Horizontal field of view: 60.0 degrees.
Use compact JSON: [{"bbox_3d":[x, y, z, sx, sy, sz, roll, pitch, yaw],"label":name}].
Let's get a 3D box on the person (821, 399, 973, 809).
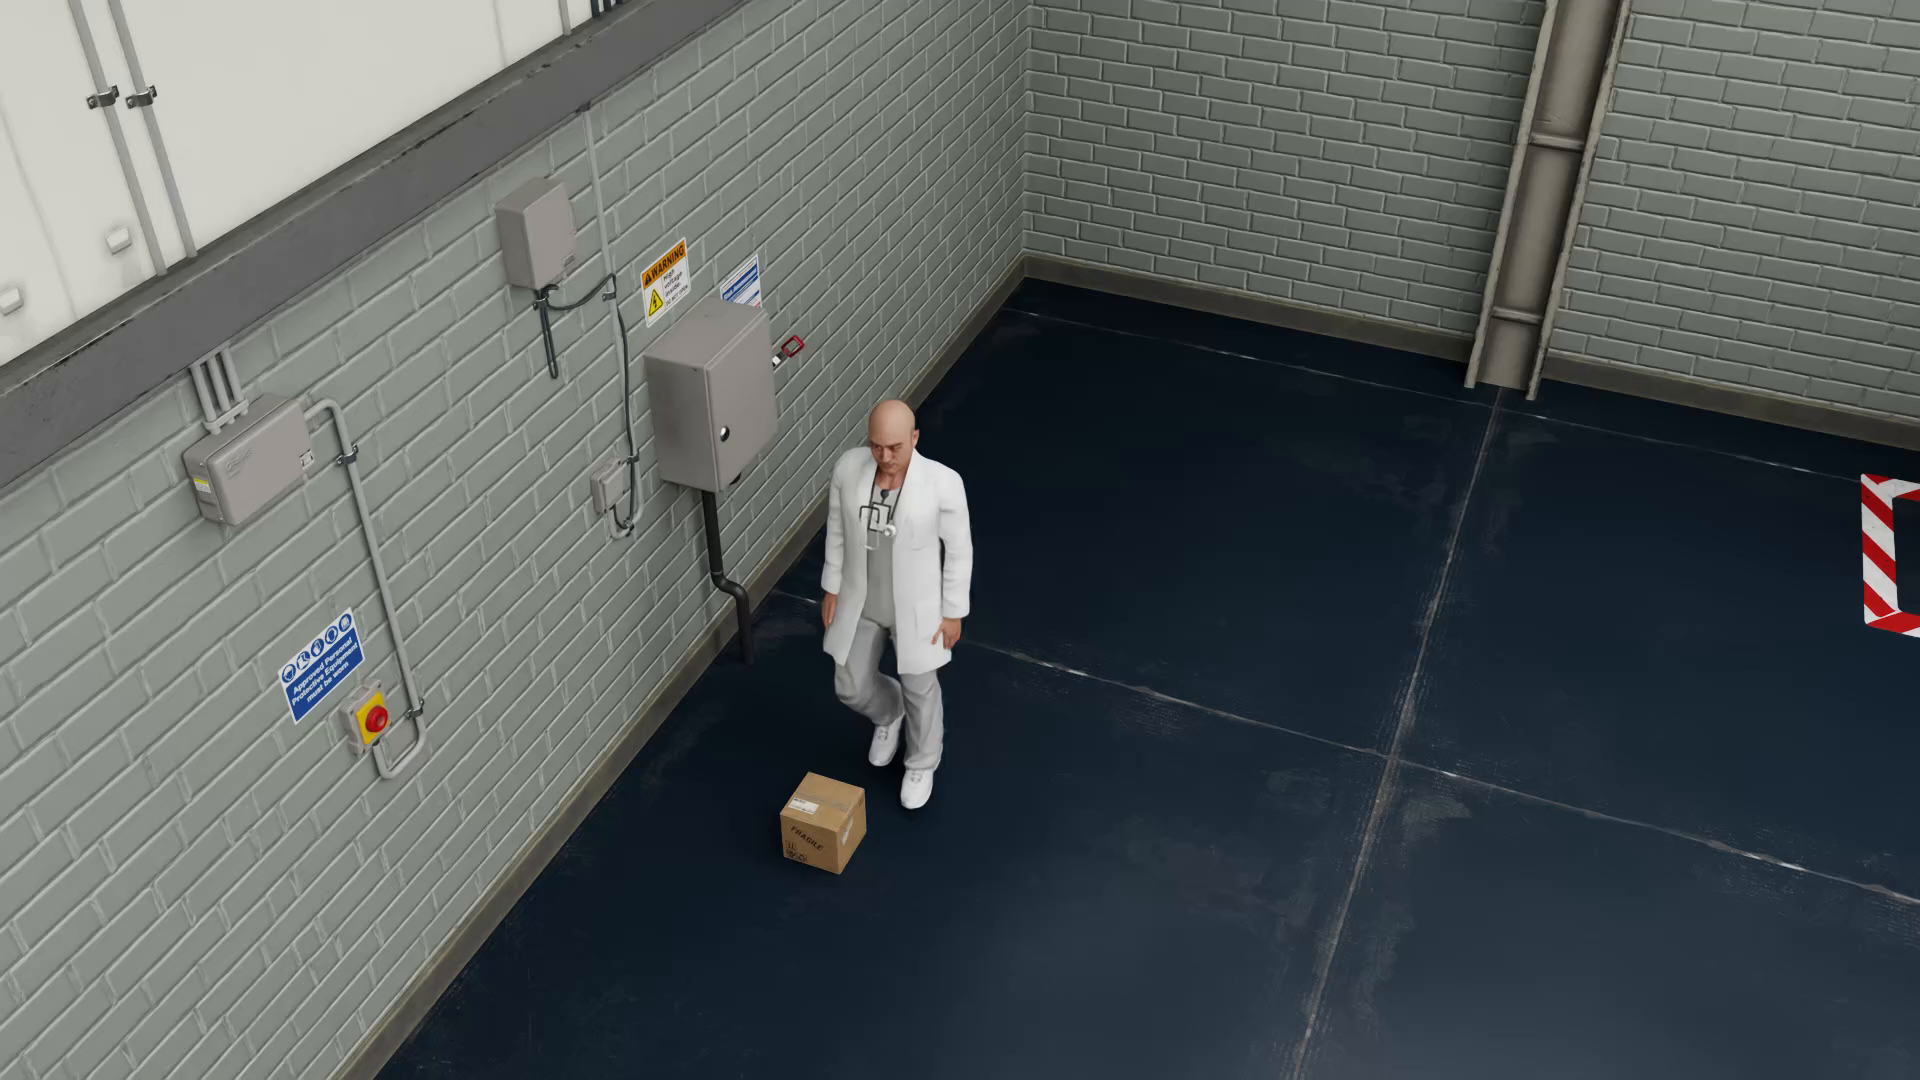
[{"bbox_3d":[-0.250,0.239,6.489,0.606,1.786,0.518,11,38,14],"label":"person"}]
